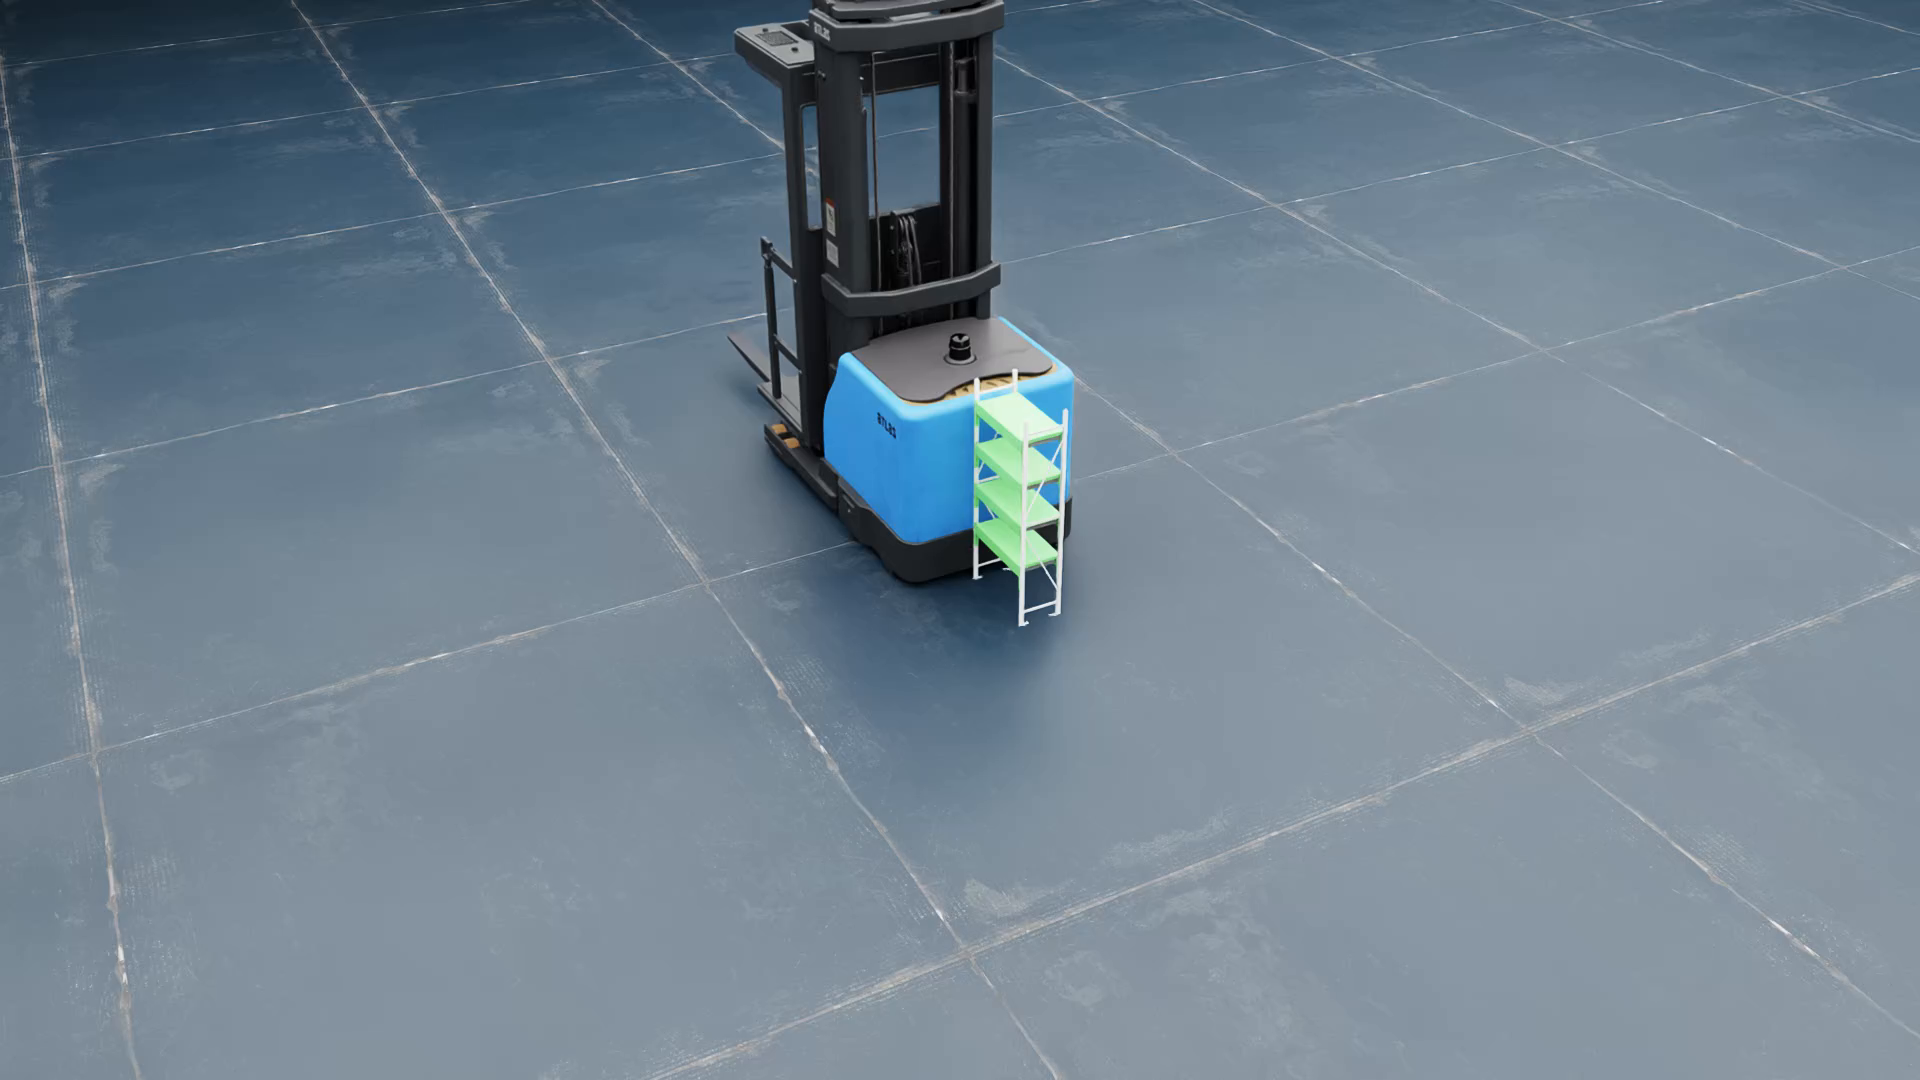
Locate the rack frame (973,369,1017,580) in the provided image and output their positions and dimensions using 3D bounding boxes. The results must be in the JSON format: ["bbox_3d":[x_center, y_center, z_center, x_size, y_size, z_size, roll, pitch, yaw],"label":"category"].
[{"bbox_3d":[0.180,-0.323,8.642,0.240,1.200,0.015,-16,36,-23],"label":"rack frame"}]

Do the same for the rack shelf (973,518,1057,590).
[{"bbox_3d":[0.295,0.049,8.625,0.258,0.148,0.480,-16,36,-23],"label":"rack shelf"}]

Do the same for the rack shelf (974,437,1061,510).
[{"bbox_3d":[0.295,-0.355,8.366,0.258,0.148,0.480,-16,36,-23],"label":"rack shelf"}]

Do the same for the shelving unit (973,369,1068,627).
[{"bbox_3d":[0.295,-0.207,8.461,0.258,1.200,0.503,-16,36,-23],"label":"shelving unit"}]

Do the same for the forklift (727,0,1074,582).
[{"bbox_3d":[-0.529,-1.783,9.316,1.130,2.935,3.031,-16,36,-23],"label":"forklift"}]

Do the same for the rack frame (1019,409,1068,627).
[{"bbox_3d":[0.411,-0.091,8.280,0.240,1.200,0.015,-16,36,-23],"label":"rack frame"}]

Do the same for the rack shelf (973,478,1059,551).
[{"bbox_3d":[0.295,-0.153,8.495,0.258,0.148,0.480,-16,36,-23],"label":"rack shelf"}]

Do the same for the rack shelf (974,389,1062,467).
[{"bbox_3d":[0.295,-0.557,8.236,0.258,0.148,0.480,-16,36,-23],"label":"rack shelf"}]
